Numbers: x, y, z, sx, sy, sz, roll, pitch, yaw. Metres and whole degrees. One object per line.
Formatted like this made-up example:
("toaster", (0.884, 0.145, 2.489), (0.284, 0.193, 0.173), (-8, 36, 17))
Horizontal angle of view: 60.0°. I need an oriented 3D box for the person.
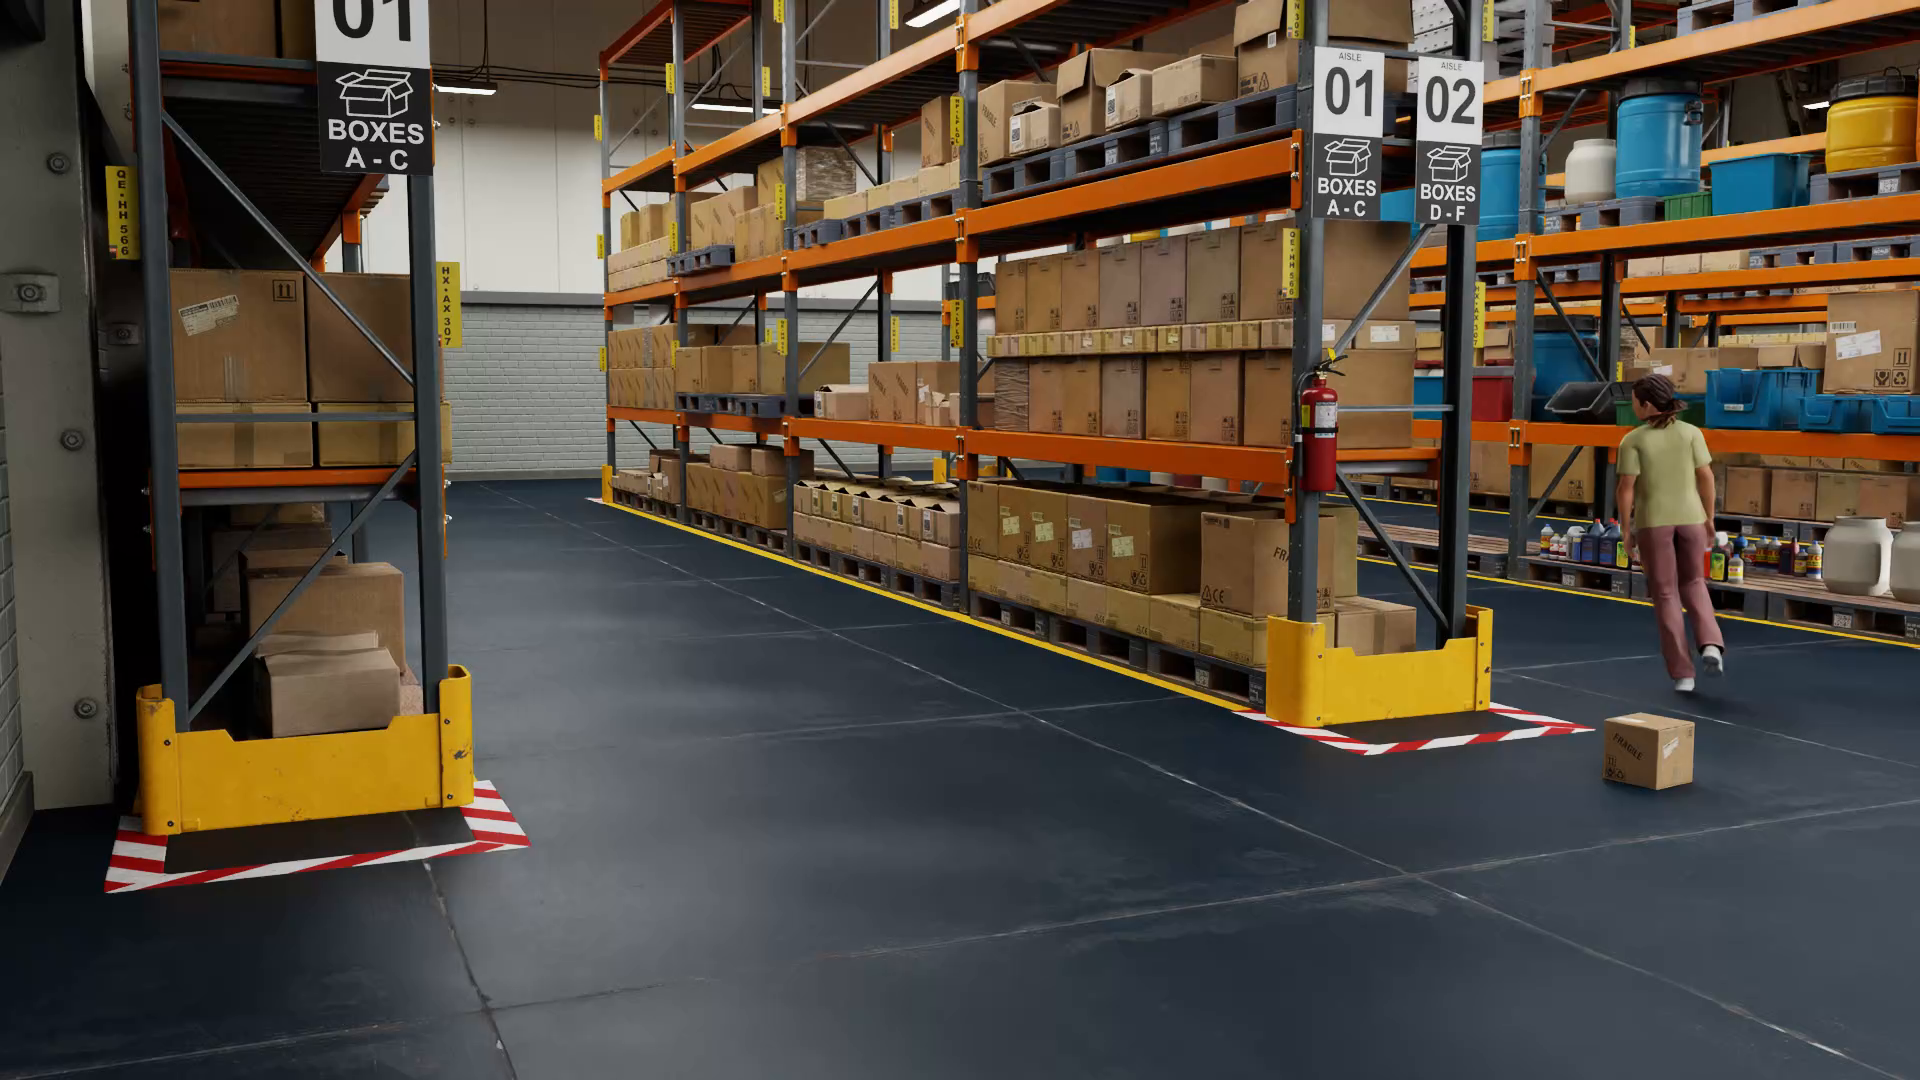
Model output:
("person", (3.722, -0.041, 8.726), (0.578, 1.661, 0.439), (1, 6, 11))
